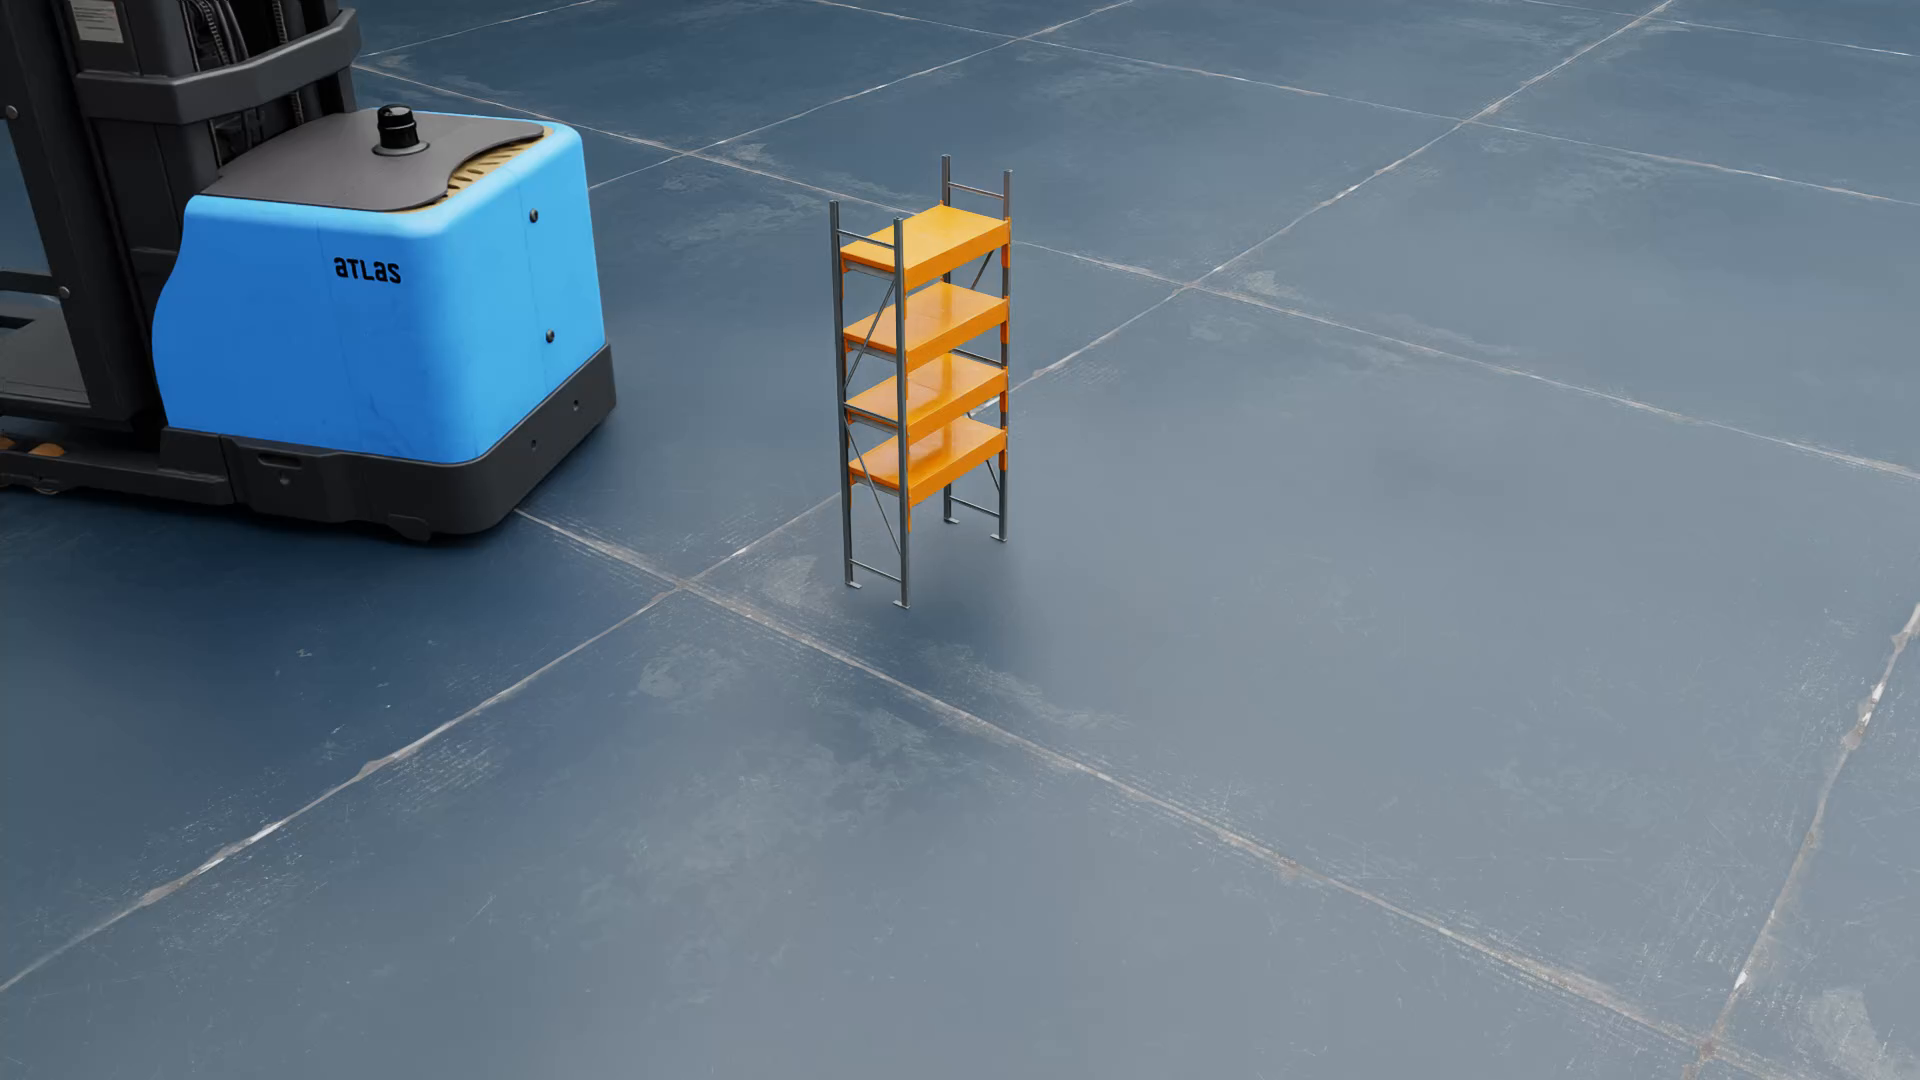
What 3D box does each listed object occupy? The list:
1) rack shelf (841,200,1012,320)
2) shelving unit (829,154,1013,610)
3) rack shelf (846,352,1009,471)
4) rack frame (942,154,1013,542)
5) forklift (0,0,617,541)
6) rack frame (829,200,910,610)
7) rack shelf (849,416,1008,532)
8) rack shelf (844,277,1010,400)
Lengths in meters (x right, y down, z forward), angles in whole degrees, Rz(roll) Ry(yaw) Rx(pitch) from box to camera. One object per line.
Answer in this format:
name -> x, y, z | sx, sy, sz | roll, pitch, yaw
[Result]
rack shelf -> -0.100, -0.787, 4.630 | 0.258, 0.148, 0.480 | 21, 37, 31
shelving unit -> -0.100, -0.449, 4.831 | 0.258, 1.200, 0.503 | 21, 37, 31
rack shelf -> -0.100, -0.391, 4.865 | 0.258, 0.148, 0.480 | 21, 37, 31
rack frame -> 0.047, -0.548, 4.998 | 0.240, 1.200, 0.015 | 21, 37, 31
forklift -> -2.798, -1.661, 5.178 | 3.031, 2.935, 1.130 | 8, 32, 13
rack frame -> -0.247, -0.350, 4.663 | 0.240, 1.200, 0.015 | 21, 37, 31
rack shelf -> -0.100, -0.220, 4.966 | 0.258, 0.148, 0.480 | 21, 37, 31
rack shelf -> -0.100, -0.583, 4.751 | 0.258, 0.148, 0.480 | 21, 37, 31
